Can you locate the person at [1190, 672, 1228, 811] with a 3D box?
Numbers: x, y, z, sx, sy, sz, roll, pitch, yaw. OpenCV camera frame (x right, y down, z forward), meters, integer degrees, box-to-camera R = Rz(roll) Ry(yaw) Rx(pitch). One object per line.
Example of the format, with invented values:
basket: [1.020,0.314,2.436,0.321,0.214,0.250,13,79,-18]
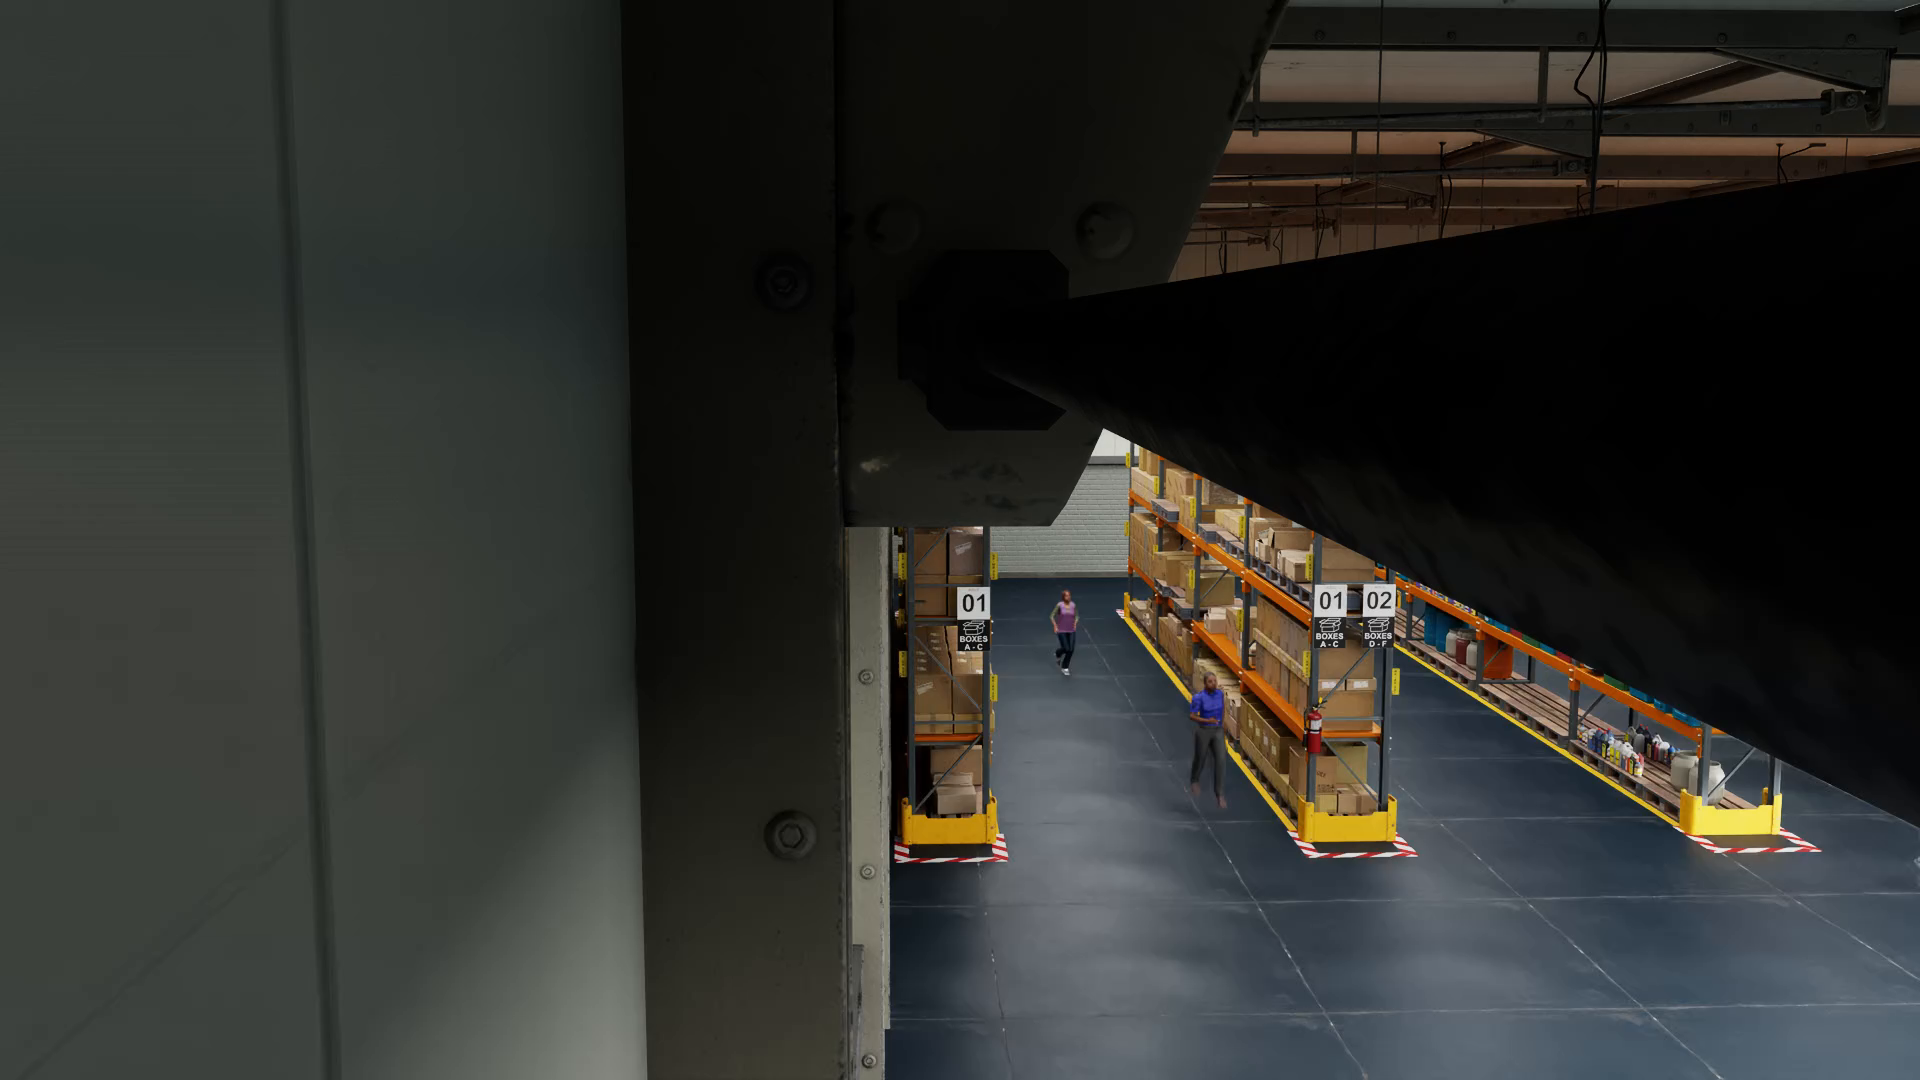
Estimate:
person: [3.160,2.517,21.217,0.576,1.719,0.826,-2,8,-14]

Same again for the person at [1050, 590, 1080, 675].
person: [1.937,1.685,30.372,0.535,1.559,0.545,-2,8,-15]
